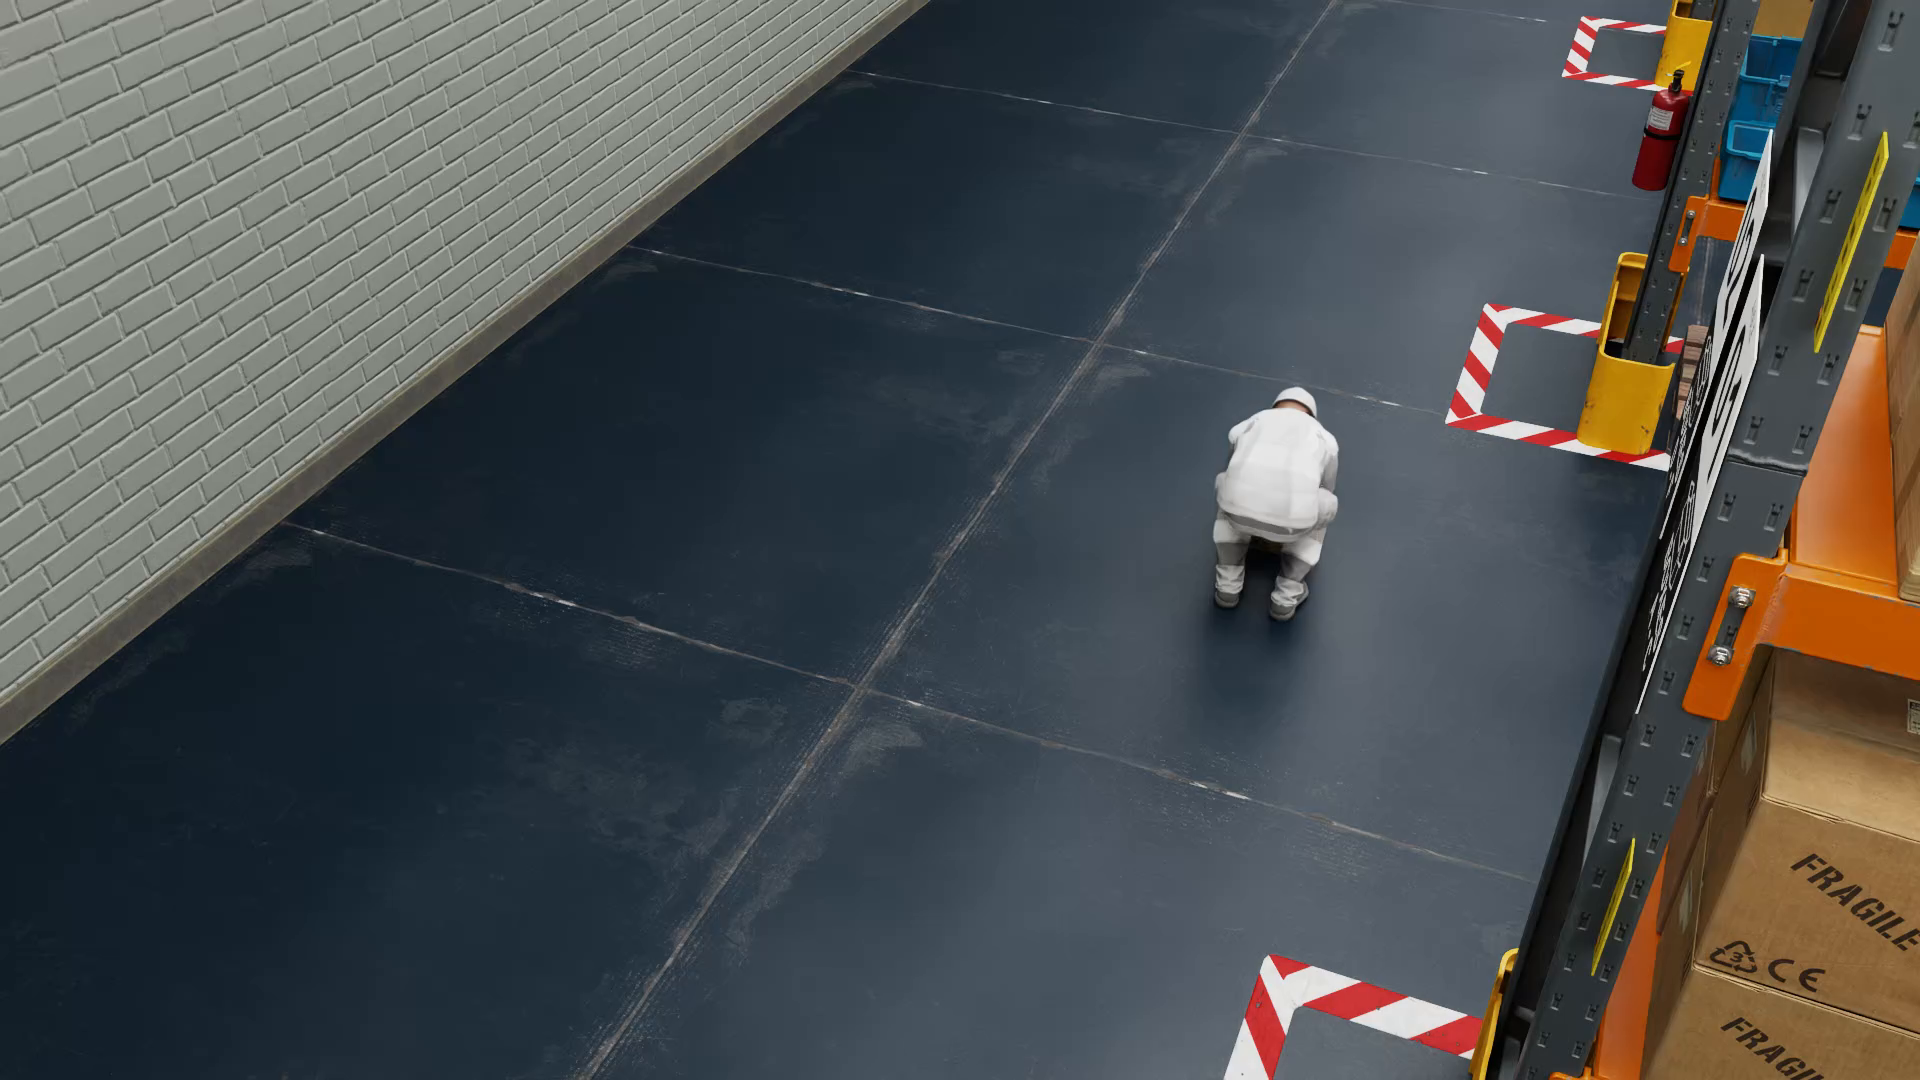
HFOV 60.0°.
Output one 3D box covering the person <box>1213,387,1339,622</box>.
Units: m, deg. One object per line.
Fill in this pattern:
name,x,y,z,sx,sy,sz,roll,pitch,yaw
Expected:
person,1.361,-0.166,7.162,0.531,0.856,0.966,13,39,16
